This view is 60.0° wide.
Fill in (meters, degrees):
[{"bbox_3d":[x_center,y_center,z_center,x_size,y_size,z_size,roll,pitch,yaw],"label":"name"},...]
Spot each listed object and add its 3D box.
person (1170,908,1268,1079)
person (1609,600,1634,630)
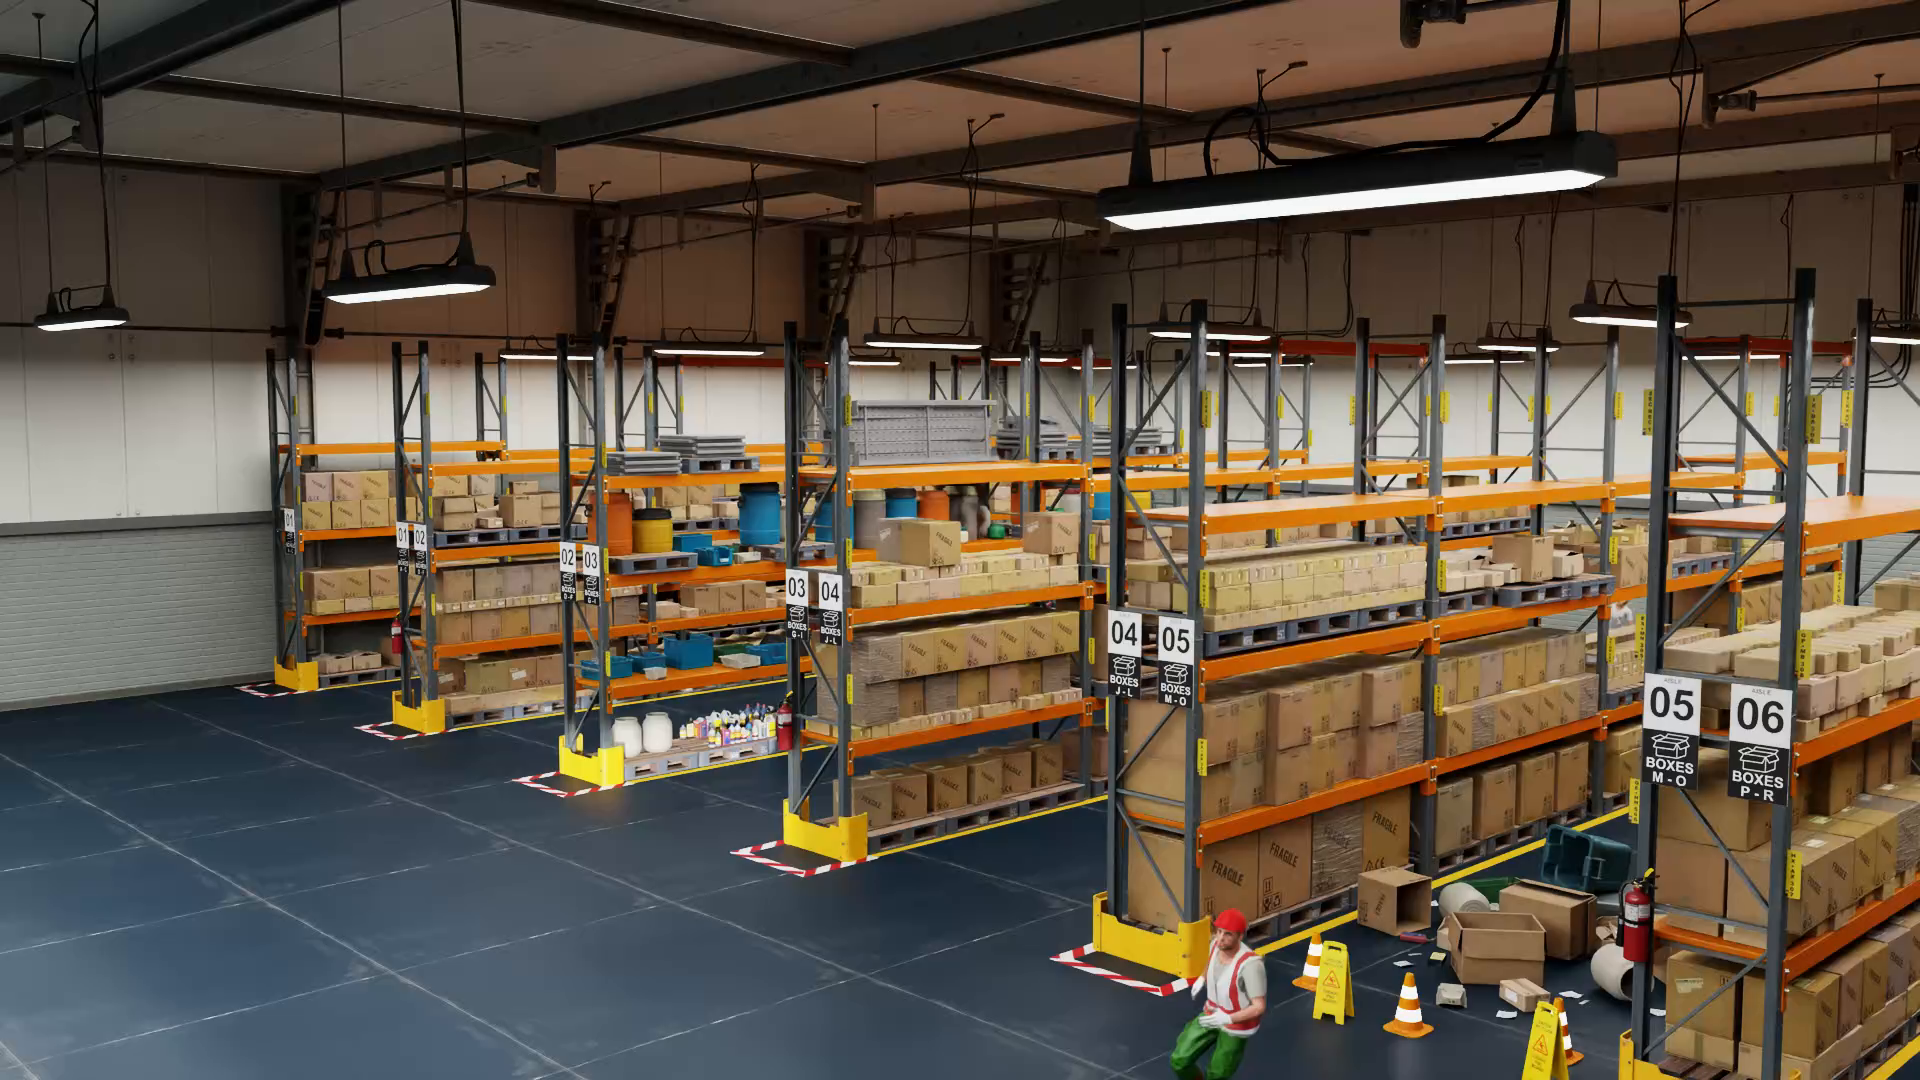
[{"bbox_3d":[1.774,3.338,11.482,0.846,1.680,0.715,5,7,43],"label":"person"},{"bbox_3d":[12.051,1.729,30.407,0.703,1.612,0.652,-5,7,-44],"label":"person"}]
